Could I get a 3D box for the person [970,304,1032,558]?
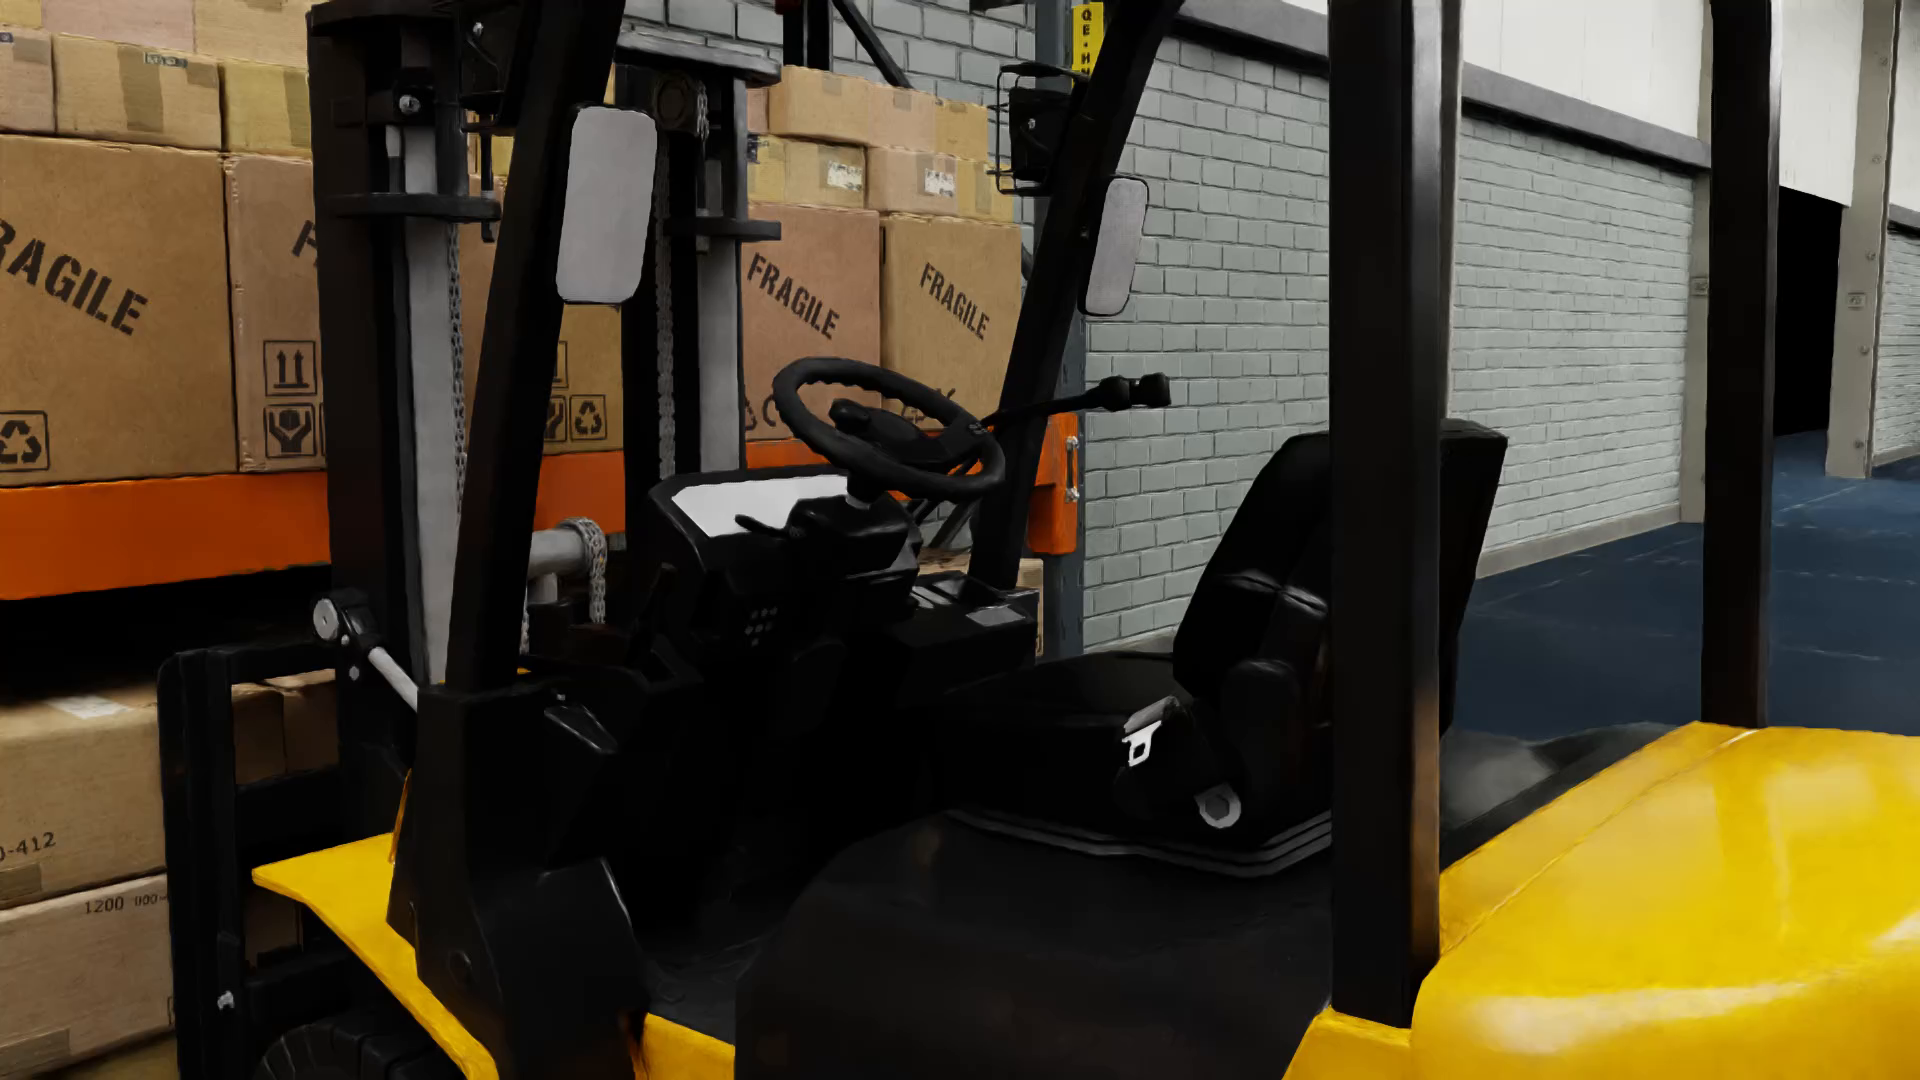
[{"bbox_3d":[0.133,-0.037,6.105,0.597,1.647,0.544,0,7,3],"label":"person"}]
